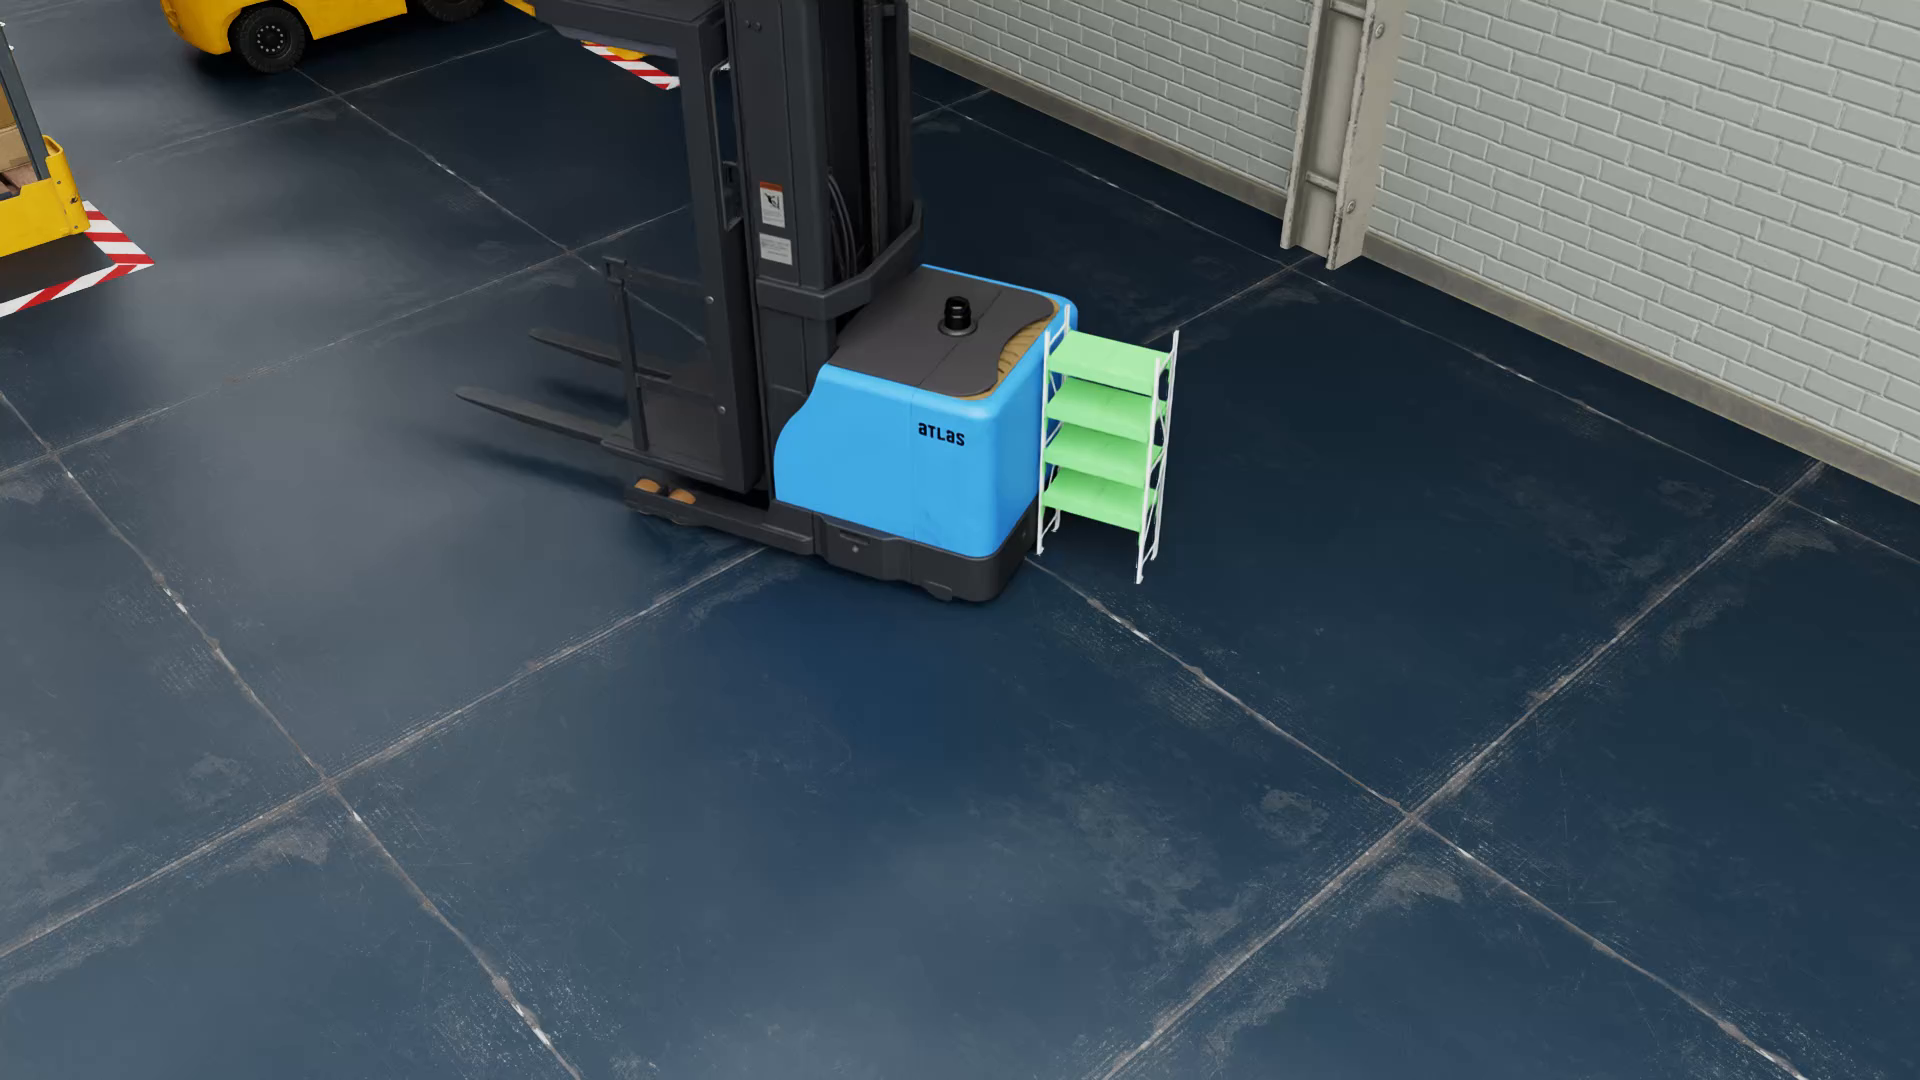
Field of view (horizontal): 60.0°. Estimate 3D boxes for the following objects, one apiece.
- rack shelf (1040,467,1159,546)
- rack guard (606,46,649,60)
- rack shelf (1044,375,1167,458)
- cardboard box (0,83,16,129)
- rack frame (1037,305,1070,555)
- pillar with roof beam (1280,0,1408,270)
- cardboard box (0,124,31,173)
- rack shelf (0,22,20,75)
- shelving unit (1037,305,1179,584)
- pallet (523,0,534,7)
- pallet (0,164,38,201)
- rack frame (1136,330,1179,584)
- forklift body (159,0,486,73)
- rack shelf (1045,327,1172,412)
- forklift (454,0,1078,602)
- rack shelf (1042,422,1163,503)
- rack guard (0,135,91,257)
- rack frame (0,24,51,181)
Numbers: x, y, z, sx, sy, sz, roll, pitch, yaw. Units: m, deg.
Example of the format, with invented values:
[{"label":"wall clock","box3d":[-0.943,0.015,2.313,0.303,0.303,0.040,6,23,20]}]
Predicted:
[{"label":"rack shelf","box3d":[0.632,-0.165,7.482,0.480,0.148,0.258,16,42,19]},{"label":"rack guard","box3d":[-2.083,-3.984,12.285,1.175,0.500,0.348,-30,48,-32]},{"label":"rack shelf","box3d":[0.632,-0.538,7.181,0.480,0.148,0.258,16,42,19]},{"label":"cardboard box","box3d":[-6.111,-2.743,10.017,0.500,0.500,0.500,-32,49,-33]},{"label":"rack frame","box3d":[0.411,-0.466,7.372,0.015,1.200,0.240,16,42,19]},{"label":"pillar with roof beam","box3d":[-1.019,-3.400,4.798,9.100,9.000,0.400,-30,48,-32]},{"label":"cardboard box","box3d":[-6.095,-2.441,10.239,0.500,0.250,0.500,-30,48,-32]},{"label":"rack shelf","box3d":[-7.106,-3.502,10.271,1.077,0.370,4.000,-30,48,-32]},{"label":"shelving unit","box3d":[0.632,-0.401,7.292,0.503,1.200,0.258,16,42,19]},{"label":"pallet","box3d":[-2.647,-4.219,12.805,1.003,0.211,1.213,-30,48,-32]},{"label":"pallet","box3d":[-6.328,-2.198,10.303,1.003,0.211,1.213,-30,48,-32]},{"label":"rack frame","box3d":[0.853,-0.336,7.211,0.015,1.200,0.240,16,42,19]},{"label":"forklift body","box3d":[-4.726,-4.739,11.906,2.313,2.155,1.214,-30,48,-32]},{"label":"rack shelf","box3d":[0.632,-0.725,7.030,0.480,0.148,0.258,16,42,19]},{"label":"forklift","box3d":[-1.022,-1.493,7.265,3.031,2.935,1.130,16,42,19]},{"label":"rack shelf","box3d":[0.632,-0.351,7.332,0.480,0.148,0.258,16,42,19]},{"label":"rack guard","box3d":[-5.804,-1.919,9.728,1.175,0.500,0.348,-30,48,-32]},{"label":"rack frame","box3d":[-5.753,-2.856,8.899,1.000,3.000,0.127,-30,48,-32]}]
